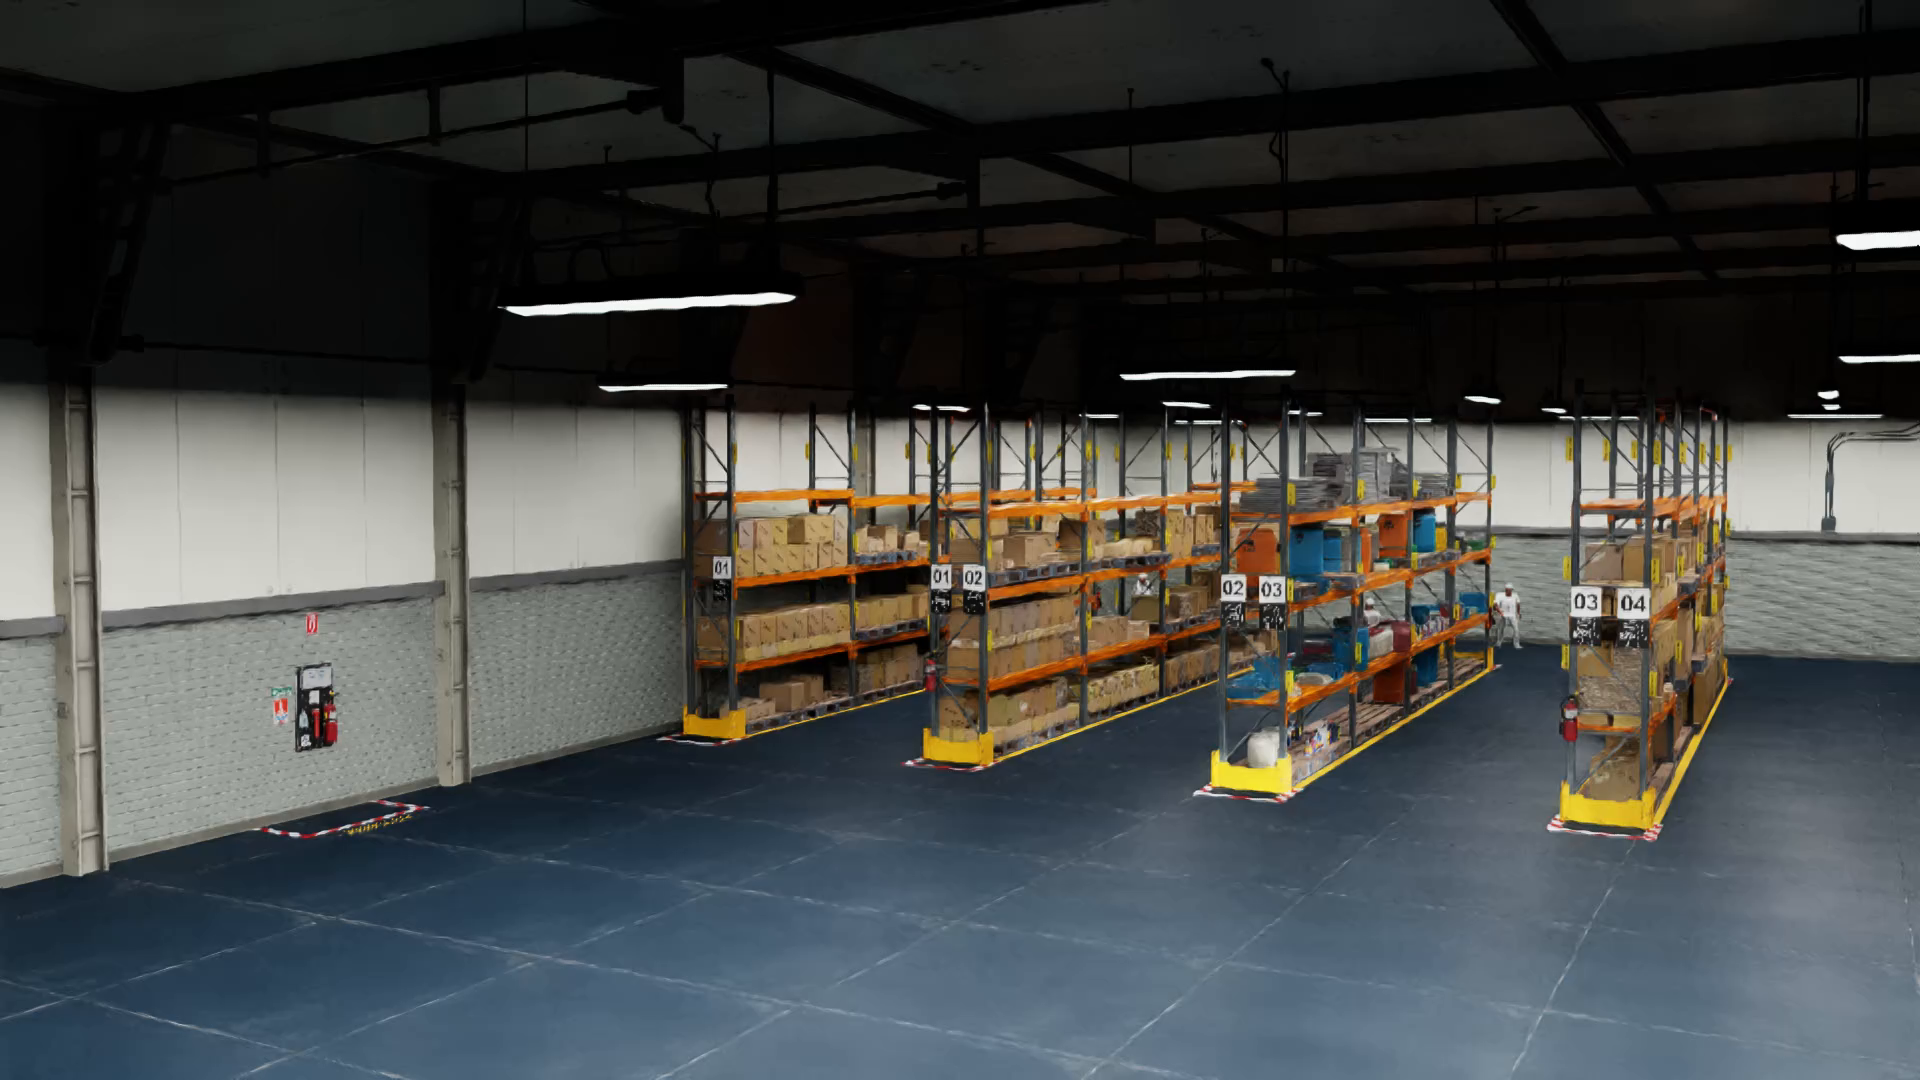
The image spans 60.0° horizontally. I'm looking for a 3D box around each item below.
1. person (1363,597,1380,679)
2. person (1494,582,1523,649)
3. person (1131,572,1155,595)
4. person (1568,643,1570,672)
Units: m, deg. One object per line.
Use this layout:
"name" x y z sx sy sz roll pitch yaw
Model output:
"person" 9.021 2.154 36.851 0.614 1.784 0.498 -2 4 -32
"person" 13.990 1.912 42.490 0.708 1.702 0.843 1 3 11
"person" 5.100 1.713 46.175 0.683 1.714 0.837 1 3 11
"person" 11.984 2.490 31.968 0.677 1.674 0.534 1 3 26
